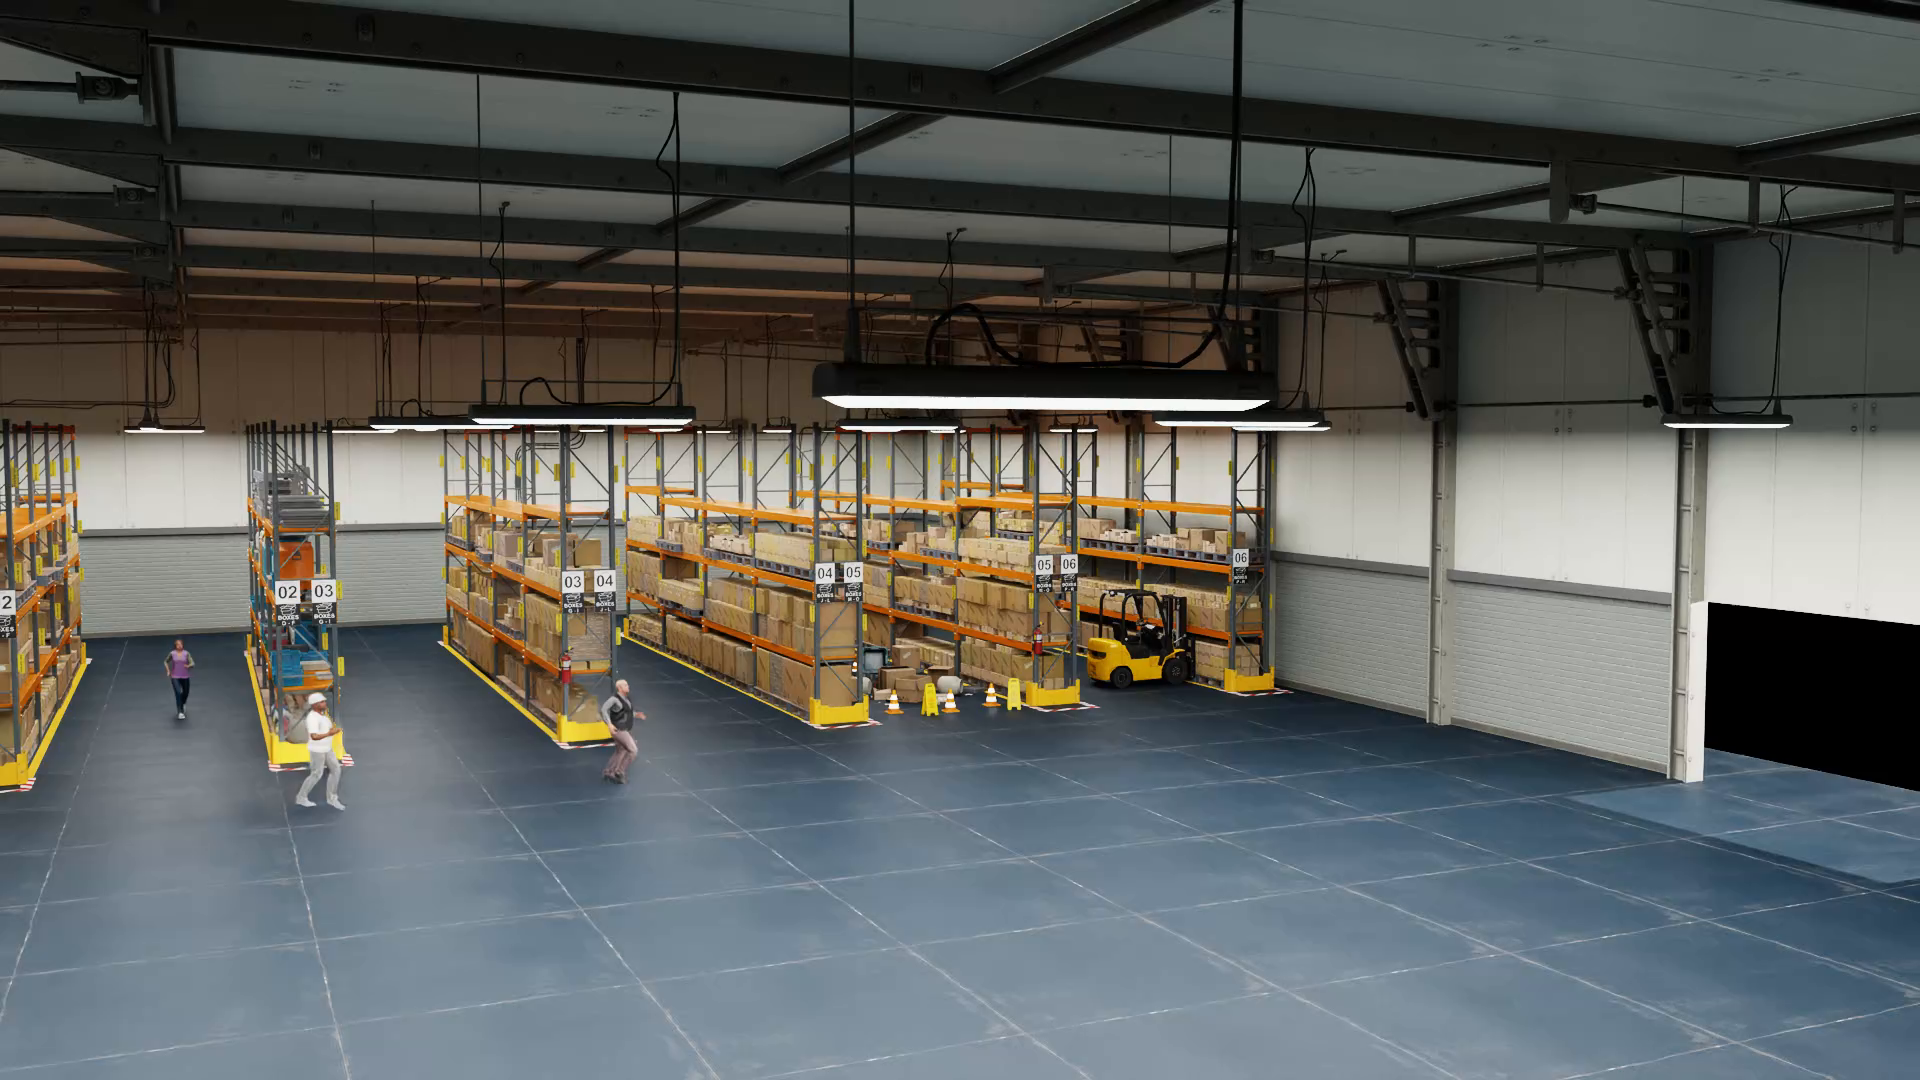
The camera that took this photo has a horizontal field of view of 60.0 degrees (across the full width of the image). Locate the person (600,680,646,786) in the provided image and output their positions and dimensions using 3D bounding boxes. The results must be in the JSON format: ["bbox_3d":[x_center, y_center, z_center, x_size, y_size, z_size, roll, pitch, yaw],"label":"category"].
[{"bbox_3d":[-5.543,3.166,27.364,0.717,1.738,0.652,0,4,6],"label":"person"}]

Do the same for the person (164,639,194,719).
[{"bbox_3d":[-15.853,2.803,33.790,0.543,1.576,0.877,-2,4,-33],"label":"person"}]

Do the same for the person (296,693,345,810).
[{"bbox_3d":[-9.777,3.246,25.401,0.729,1.824,0.676,0,4,-1],"label":"person"}]
